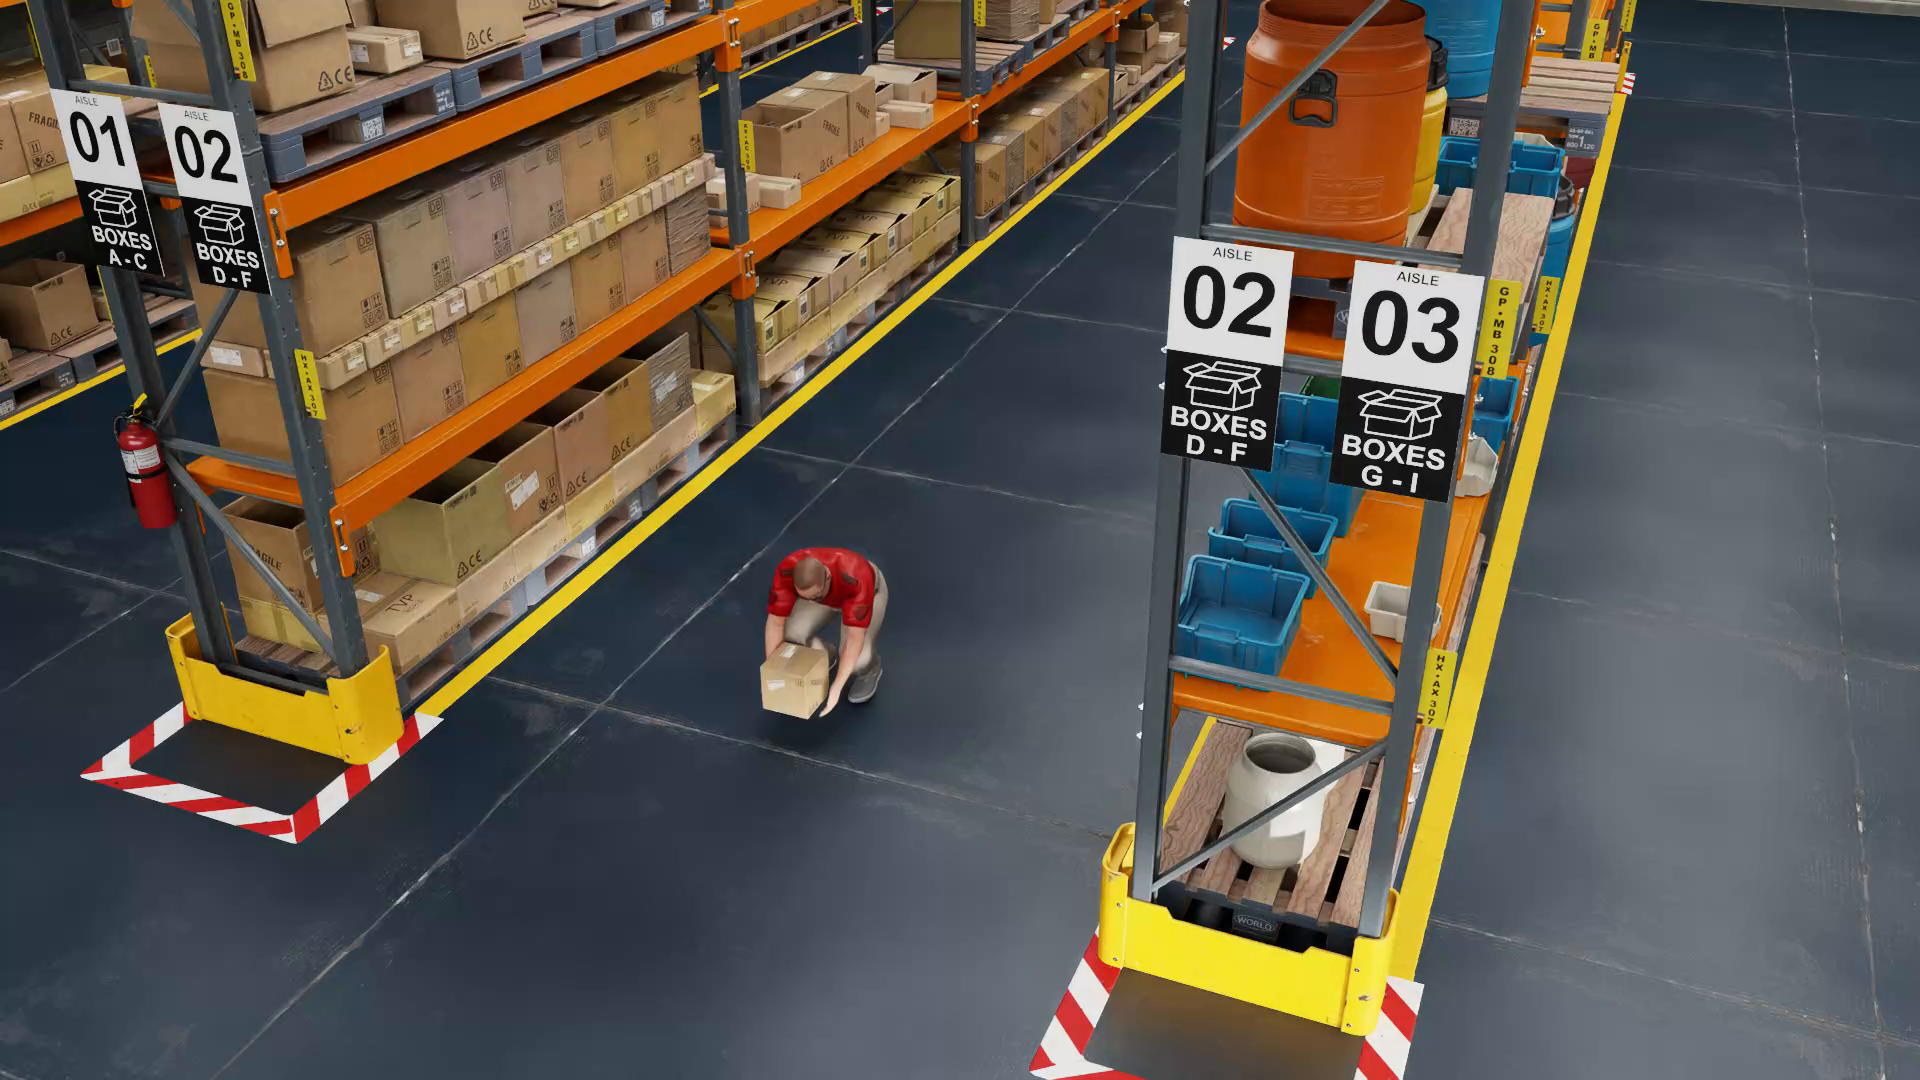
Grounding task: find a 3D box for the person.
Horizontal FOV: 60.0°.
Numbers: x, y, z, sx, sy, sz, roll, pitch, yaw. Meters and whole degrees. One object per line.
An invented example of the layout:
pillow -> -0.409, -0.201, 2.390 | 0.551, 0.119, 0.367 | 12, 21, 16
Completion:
person -> -0.655, 0.388, 8.476 | 0.566, 1.001, 0.883 | 11, 31, 19
